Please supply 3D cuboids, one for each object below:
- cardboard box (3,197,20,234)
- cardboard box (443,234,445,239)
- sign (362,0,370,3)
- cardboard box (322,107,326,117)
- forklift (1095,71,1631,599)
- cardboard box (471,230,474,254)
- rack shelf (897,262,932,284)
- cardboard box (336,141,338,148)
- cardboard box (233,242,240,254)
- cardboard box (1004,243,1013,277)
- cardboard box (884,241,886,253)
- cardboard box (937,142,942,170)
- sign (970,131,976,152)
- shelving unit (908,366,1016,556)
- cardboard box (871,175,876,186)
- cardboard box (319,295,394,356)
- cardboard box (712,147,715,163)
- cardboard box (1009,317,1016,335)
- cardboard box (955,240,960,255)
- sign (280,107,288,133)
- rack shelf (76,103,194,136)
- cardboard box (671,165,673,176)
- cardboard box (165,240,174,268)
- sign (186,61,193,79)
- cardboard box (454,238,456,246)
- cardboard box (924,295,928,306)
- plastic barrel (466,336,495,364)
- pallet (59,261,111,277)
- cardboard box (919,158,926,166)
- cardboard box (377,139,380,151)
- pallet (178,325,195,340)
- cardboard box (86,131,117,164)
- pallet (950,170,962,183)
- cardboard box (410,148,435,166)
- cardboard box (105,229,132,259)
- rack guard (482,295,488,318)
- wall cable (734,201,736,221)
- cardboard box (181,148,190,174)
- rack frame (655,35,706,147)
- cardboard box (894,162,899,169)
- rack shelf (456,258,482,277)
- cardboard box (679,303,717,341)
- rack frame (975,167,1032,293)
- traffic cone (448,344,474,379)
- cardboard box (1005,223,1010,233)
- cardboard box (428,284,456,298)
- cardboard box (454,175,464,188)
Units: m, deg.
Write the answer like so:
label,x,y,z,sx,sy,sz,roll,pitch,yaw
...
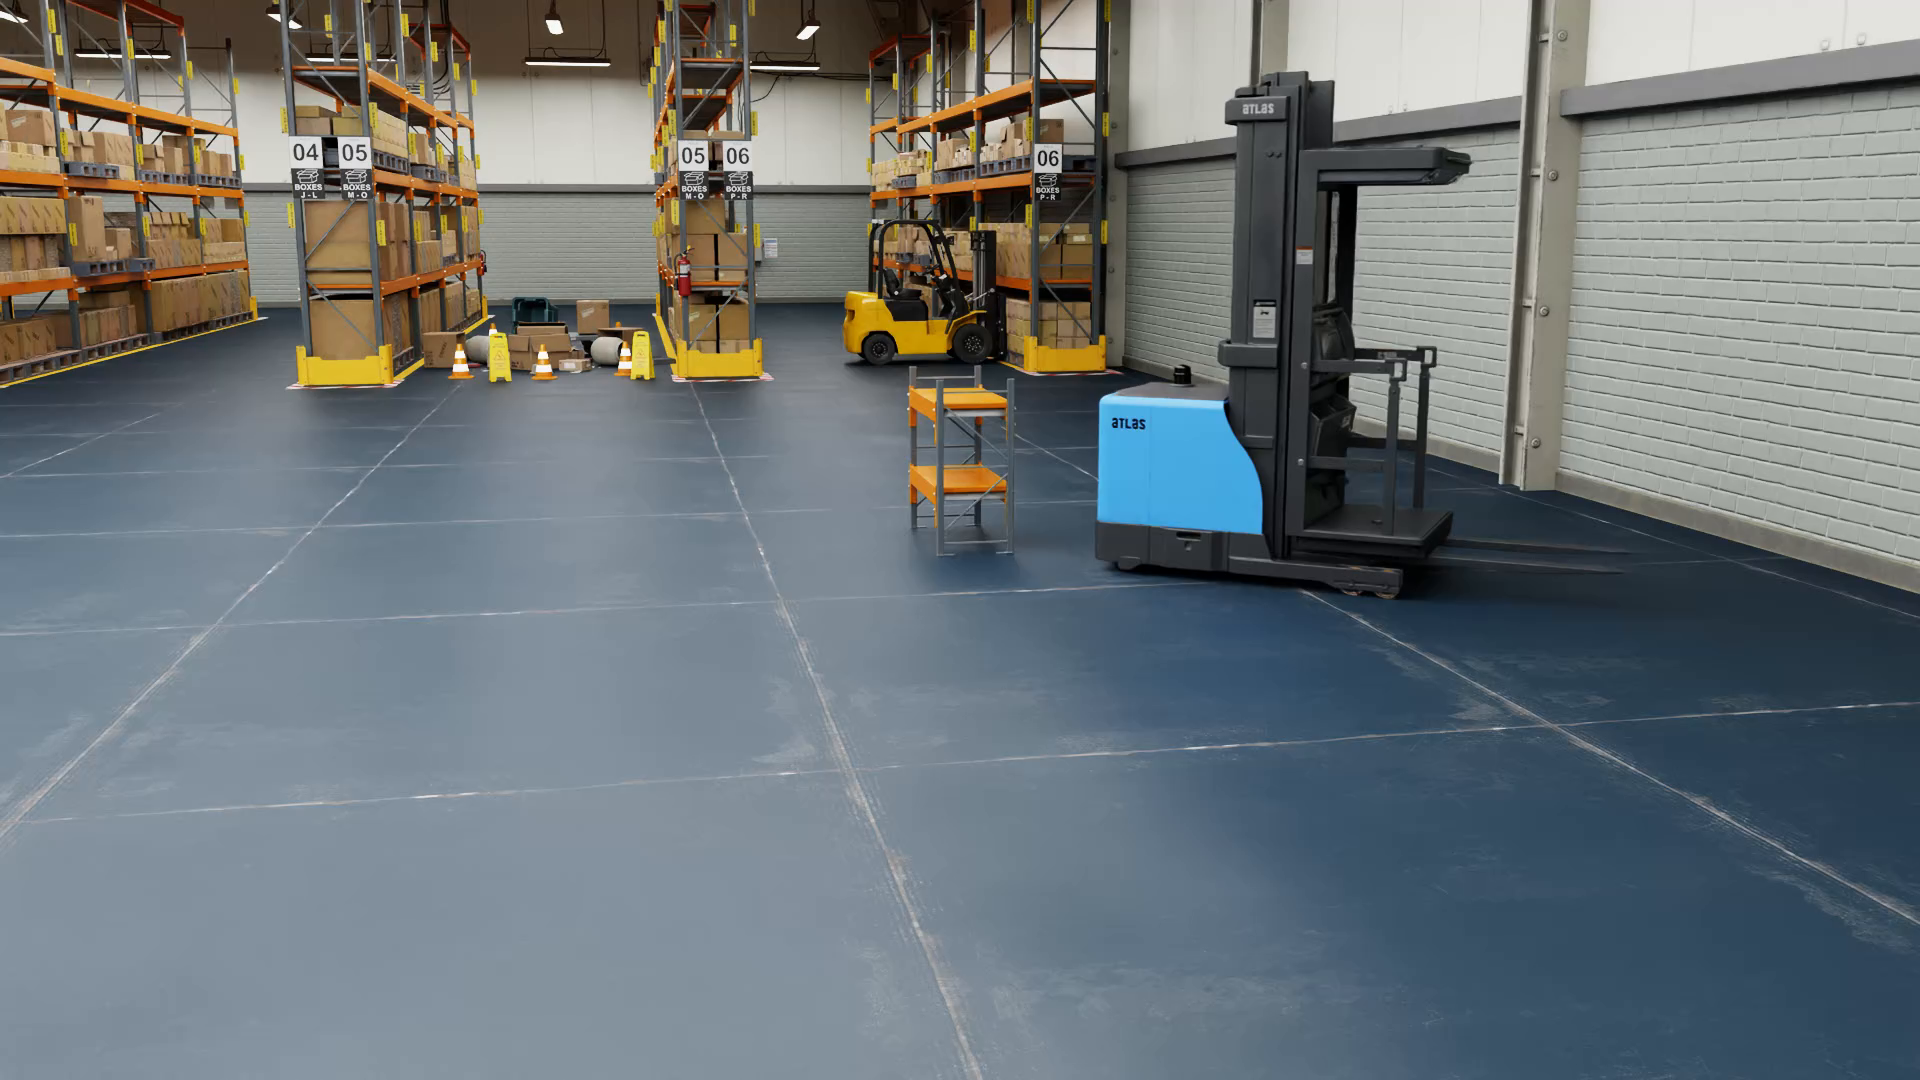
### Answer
label,x,y,z,sx,sy,sz,roll,pitch,yaw
cardboard box,-13.096,-4.387,22.489,0.500,0.500,0.500,-2,11,-11
cardboard box,-9.842,-5.695,31.054,0.380,0.149,0.250,-2,11,-8
sign,-7.637,-7.071,21.360,0.100,0.325,0.005,-2,11,-11
cardboard box,-8.628,-5.661,22.043,0.380,0.149,0.250,-2,11,-11
forklift,2.388,-1.219,9.763,3.031,2.935,1.130,5,12,24
cardboard box,-10.665,-6.346,35.453,0.500,0.500,0.500,-2,11,-8
rack shelf,-0.424,-5.429,33.621,1.077,0.370,4.000,-2,11,-11
cardboard box,-8.827,-5.456,23.097,0.380,0.149,0.250,-2,11,-11
cardboard box,-15.727,-6.241,35.571,0.500,0.250,0.500,-2,11,-12
cardboard box,0.976,-4.268,25.328,0.500,0.500,0.500,-2,11,-12
cardboard box,-1.446,-6.584,37.371,0.500,0.250,0.500,-2,11,-13
cardboard box,-0.133,-7.052,30.544,0.500,0.500,0.500,-2,11,-11
sign,0.213,-6.542,27.301,0.100,0.325,0.005,-2,11,-11
shelving unit,-0.001,-0.554,11.098,0.538,1.125,1.048,-2,11,-11
cardboard box,-1.773,-8.337,38.562,0.500,0.250,0.500,-2,11,-12
cardboard box,-8.553,-3.014,23.570,0.875,0.875,0.875,-2,11,-12
cardboard box,-3.272,-5.508,23.694,0.500,0.250,0.500,-2,11,-12
cardboard box,1.033,-3.220,24.984,0.500,0.250,0.500,-2,11,-12
cardboard box,0.196,-5.123,29.152,0.500,0.250,0.500,-2,11,-10
sign,-8.718,-5.421,21.477,0.100,0.325,0.005,-2,11,-11
rack shelf,-15.013,-7.638,30.252,1.077,0.370,4.000,-2,11,-11
cardboard box,-4.140,-5.545,24.957,0.380,0.149,0.250,-2,11,-12
cardboard box,-14.657,-5.210,30.282,0.500,0.500,0.500,-2,11,-12
sign,-14.872,-9.074,32.095,0.100,0.325,0.005,-2,11,-11
cardboard box,-10.246,-5.933,33.097,0.380,0.149,0.250,-2,11,-9
cardboard box,-0.415,-4.556,32.672,0.500,0.500,0.500,-2,11,-12
plastic barrel,-7.236,-2.884,25.218,0.512,0.421,0.421,6,12,28
pallet,-13.852,-4.192,25.709,1.003,0.211,1.213,-2,11,-11
cardboard box,-0.593,-7.401,32.578,0.380,0.149,0.250,-2,11,-12
cardboard box,-7.985,-5.295,22.254,0.380,0.149,0.250,-2,11,-10
pallet,-14.937,-3.875,30.989,1.003,0.211,1.213,-2,11,-11
cardboard box,-14.094,-6.379,27.061,0.500,0.500,0.500,-2,11,-10
pallet,0.405,-6.470,29.650,1.003,0.211,1.213,-2,11,-8
cardboard box,-9.241,-6.540,28.361,0.500,0.311,0.500,-2,11,-11
cardboard box,-14.273,-4.933,27.701,0.700,0.500,0.500,0,11,-3
rack guard,-11.280,-5.261,37.501,1.175,0.500,0.348,-2,11,-11
wall cable,-6.190,-8.288,44.000,0.588,1.984,0.122,-2,11,-11
cardboard box,-15.613,-7.527,33.040,0.700,0.500,0.500,-3,11,-14
rack frame,-5.681,-8.915,33.968,1.000,3.000,0.127,-2,11,-11
cardboard box,-1.185,-7.830,34.776,0.380,0.149,0.250,-2,11,-9
rack shelf,-10.906,-5.783,35.481,1.077,0.370,4.000,-2,11,-11
cardboard box,-3.759,-3.128,23.836,0.500,0.500,0.500,-2,11,-11
rack frame,0.743,-4.682,27.772,1.000,3.000,0.127,-2,11,-11
traffic cone,-6.893,-2.471,22.943,0.336,0.463,0.334,-2,11,-11
cardboard box,0.898,-4.751,25.336,0.380,0.149,0.250,-2,11,-10
cardboard box,-9.818,-4.702,31.435,0.500,0.250,0.500,-2,11,-11
cardboard box,-10.348,-7.264,33.716,0.500,0.250,0.500,-2,11,-8
